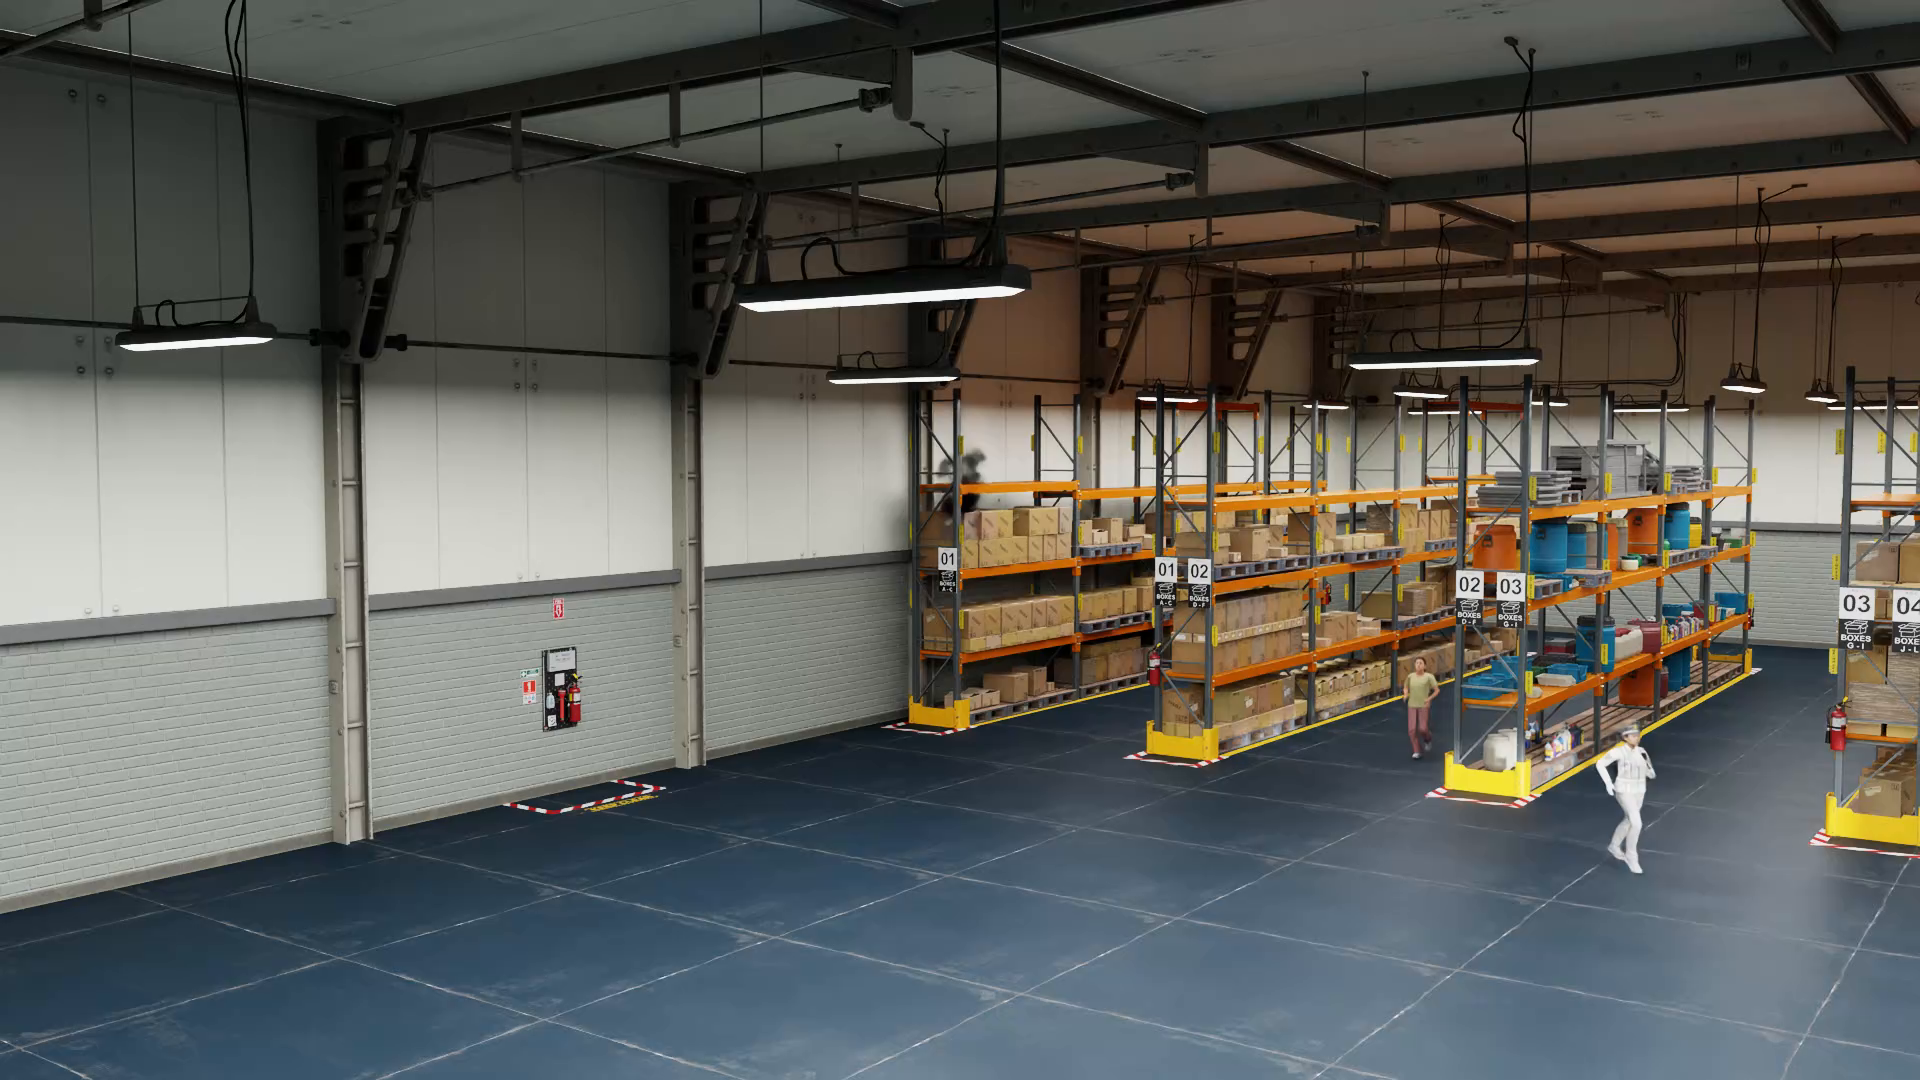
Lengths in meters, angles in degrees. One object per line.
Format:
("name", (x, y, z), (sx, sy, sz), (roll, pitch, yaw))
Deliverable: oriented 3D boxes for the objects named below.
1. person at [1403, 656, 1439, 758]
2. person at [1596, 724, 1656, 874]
("person", (7.361, 2.670, 26.635), (0.578, 1.619, 0.569), (2, 4, 32))
("person", (7.928, 3.042, 19.692), (0.583, 1.741, 0.745), (-1, 4, -23))
